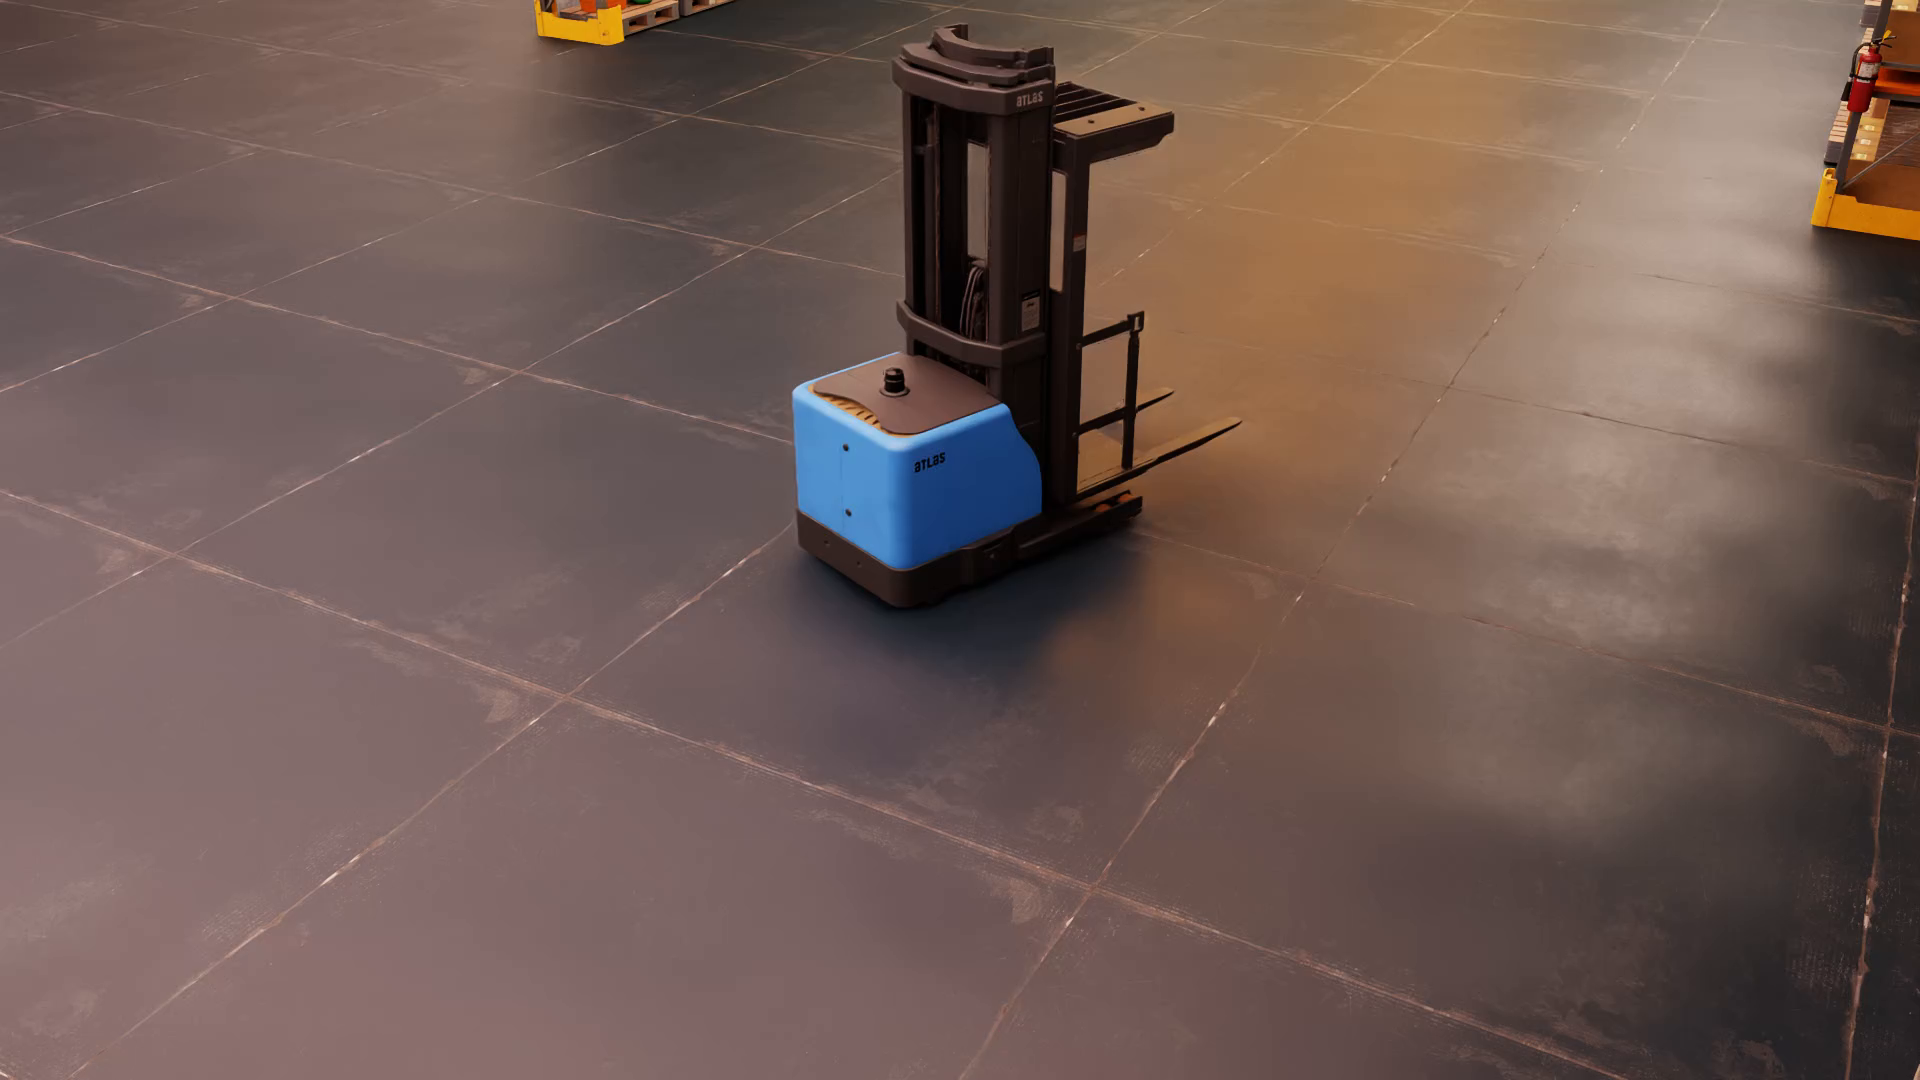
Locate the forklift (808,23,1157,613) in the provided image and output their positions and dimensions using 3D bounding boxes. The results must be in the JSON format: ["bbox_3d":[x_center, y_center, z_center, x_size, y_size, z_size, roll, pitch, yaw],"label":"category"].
[{"bbox_3d":[0.318,-1.570,9.791,1.130,2.935,3.031,16,34,25],"label":"forklift"}]
